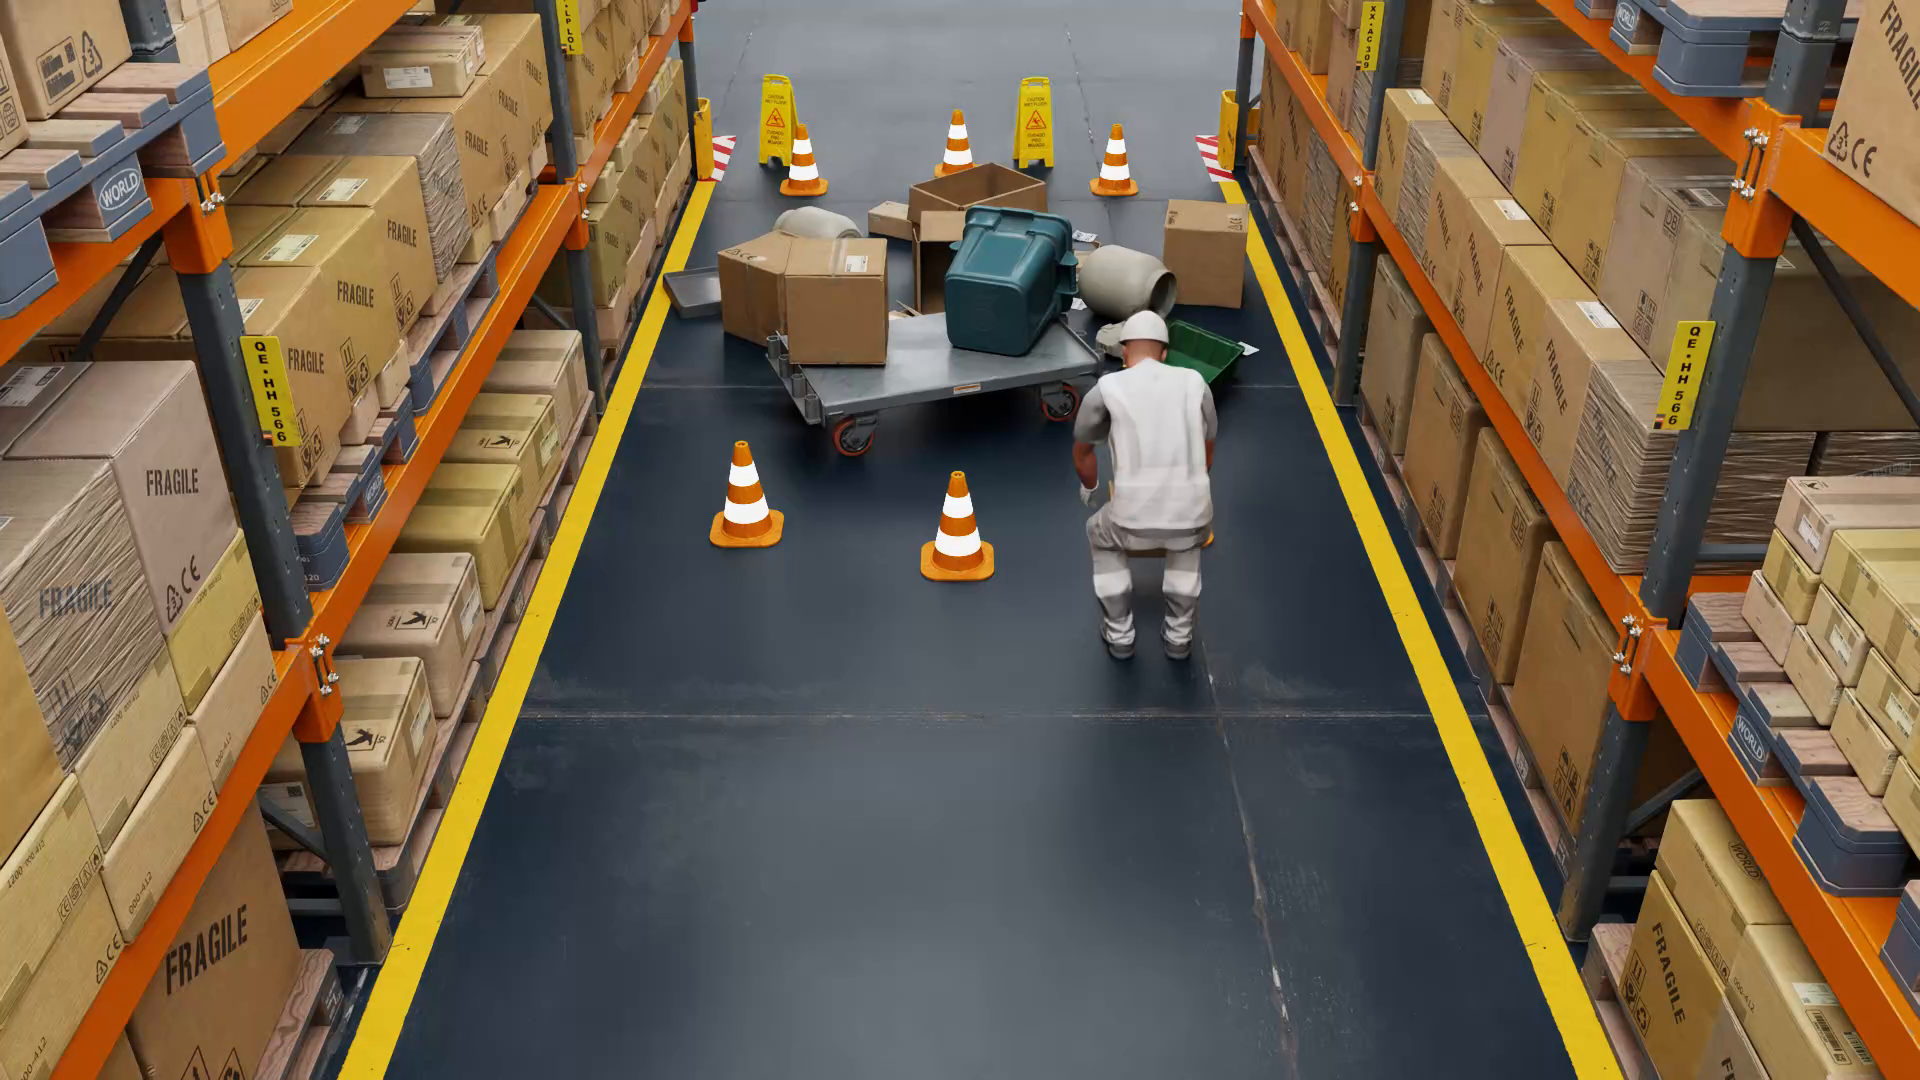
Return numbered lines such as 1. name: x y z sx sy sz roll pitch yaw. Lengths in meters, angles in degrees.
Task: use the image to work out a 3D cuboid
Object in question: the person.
1. person: 0.751 -0.191 6.817 0.584 1.384 0.780 0 31 0
